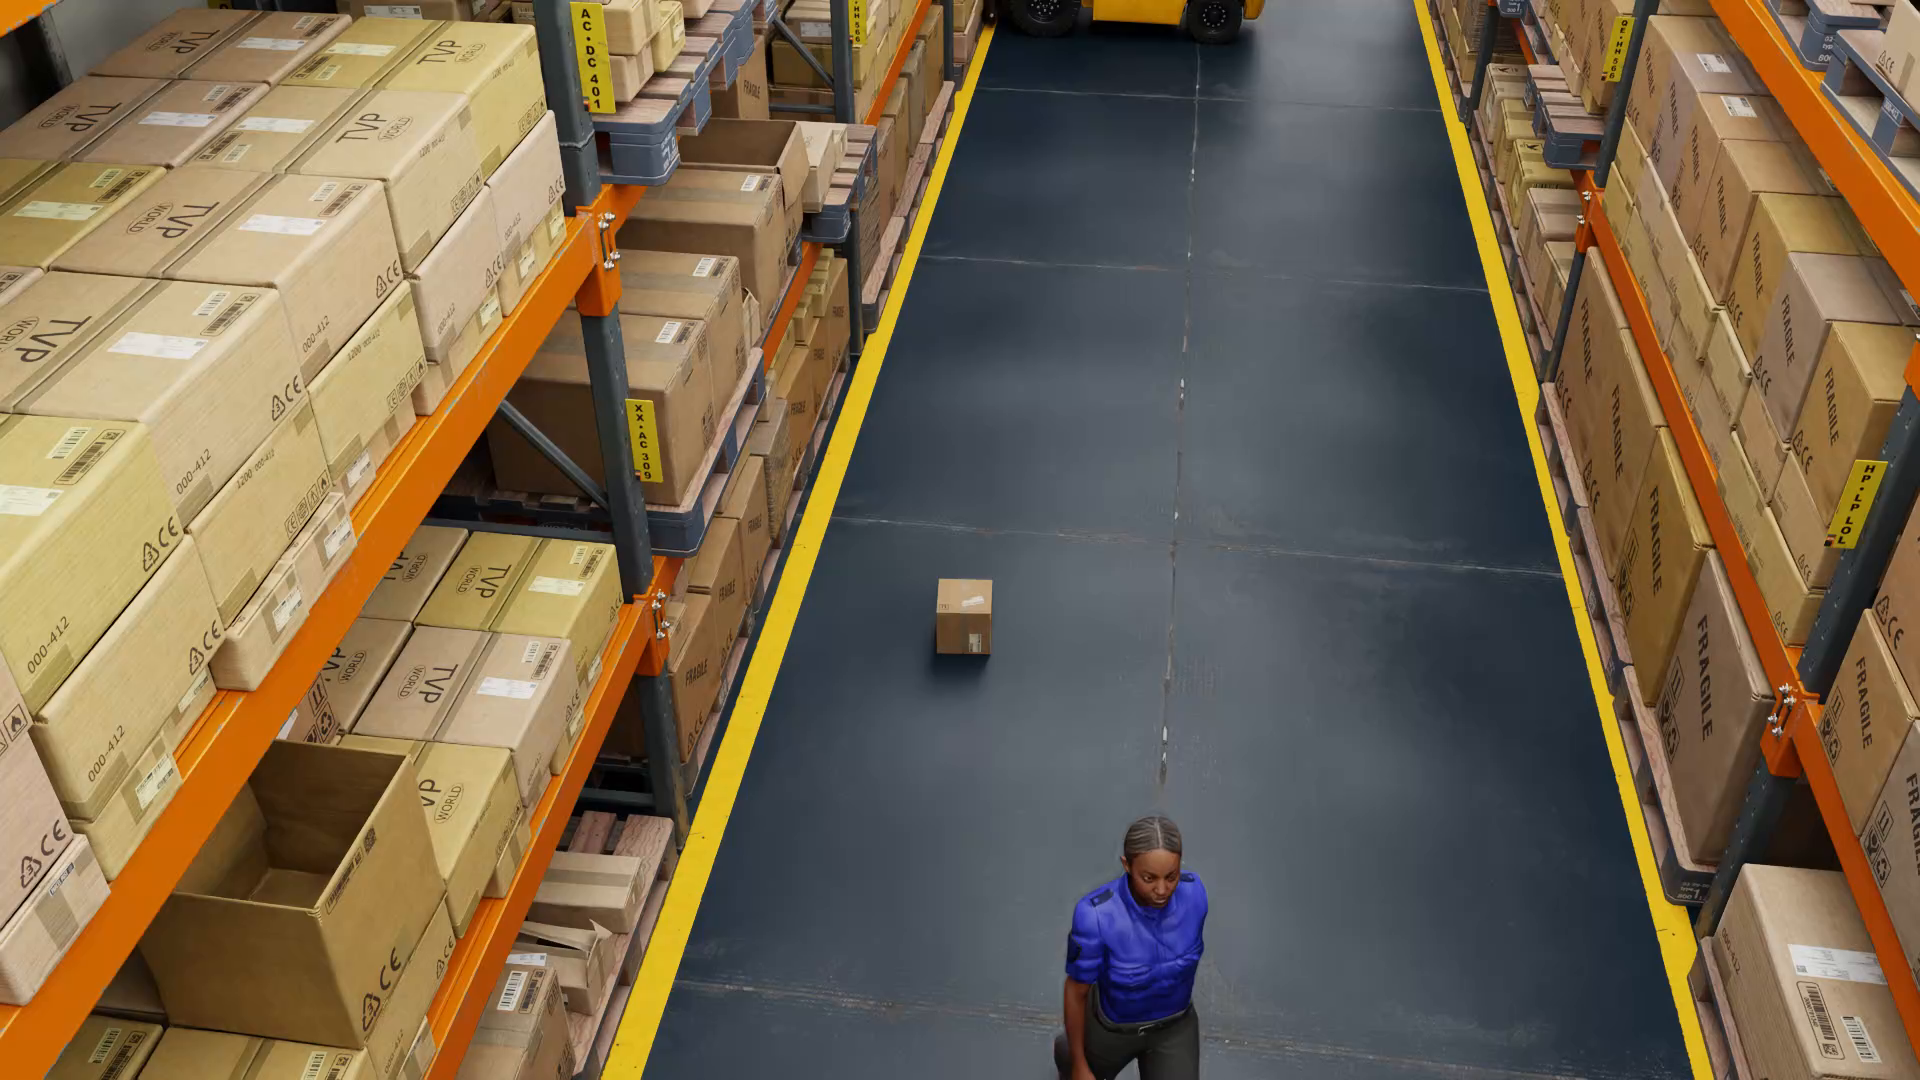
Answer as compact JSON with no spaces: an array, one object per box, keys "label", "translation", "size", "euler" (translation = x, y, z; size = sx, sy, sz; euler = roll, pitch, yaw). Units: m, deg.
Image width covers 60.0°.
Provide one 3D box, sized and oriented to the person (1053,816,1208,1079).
[{"label":"person","translation":[0.520,1.462,5.048],"size":[0.464,1.604,0.968],"euler":[-8,37,-11]}]
